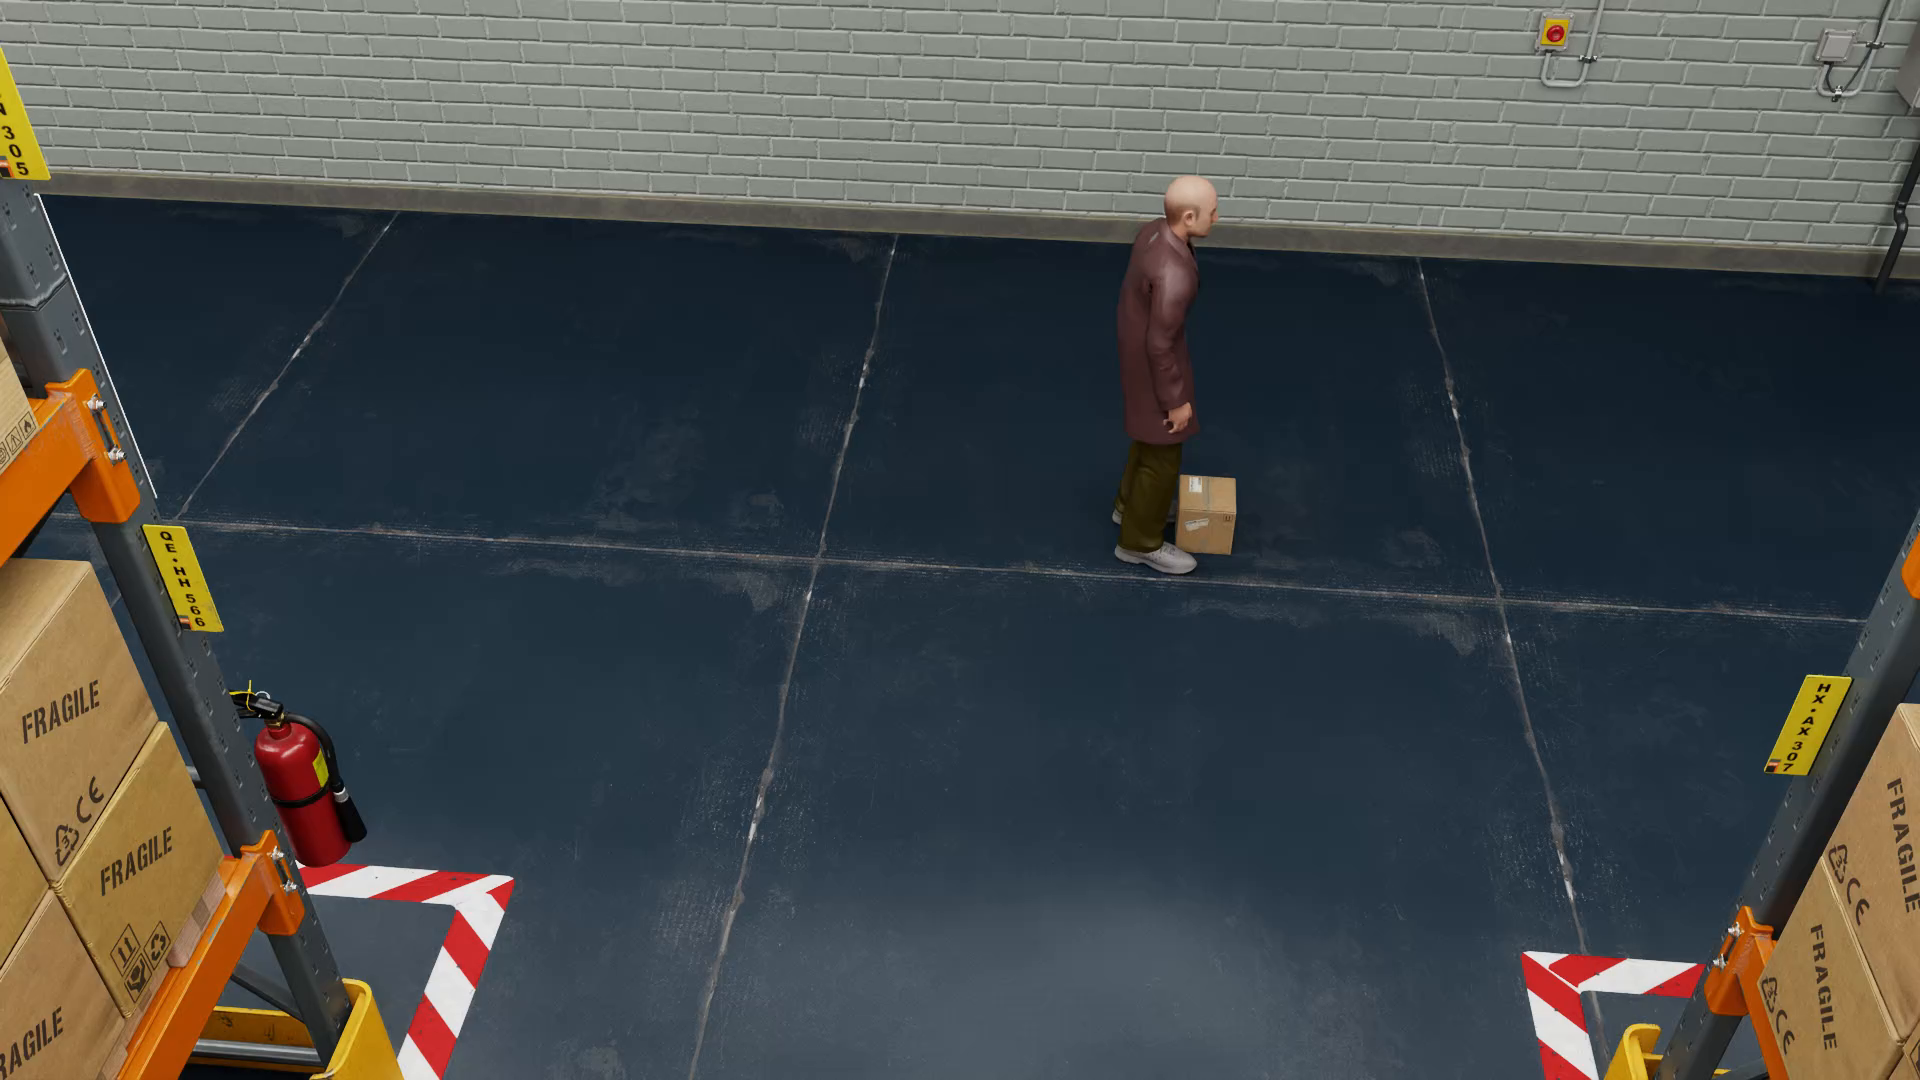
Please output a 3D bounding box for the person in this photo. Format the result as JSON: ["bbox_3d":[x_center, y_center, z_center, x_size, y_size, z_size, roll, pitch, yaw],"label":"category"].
[{"bbox_3d":[0.859,-0.719,7.038,0.418,1.774,0.656,2,40,2],"label":"person"}]
